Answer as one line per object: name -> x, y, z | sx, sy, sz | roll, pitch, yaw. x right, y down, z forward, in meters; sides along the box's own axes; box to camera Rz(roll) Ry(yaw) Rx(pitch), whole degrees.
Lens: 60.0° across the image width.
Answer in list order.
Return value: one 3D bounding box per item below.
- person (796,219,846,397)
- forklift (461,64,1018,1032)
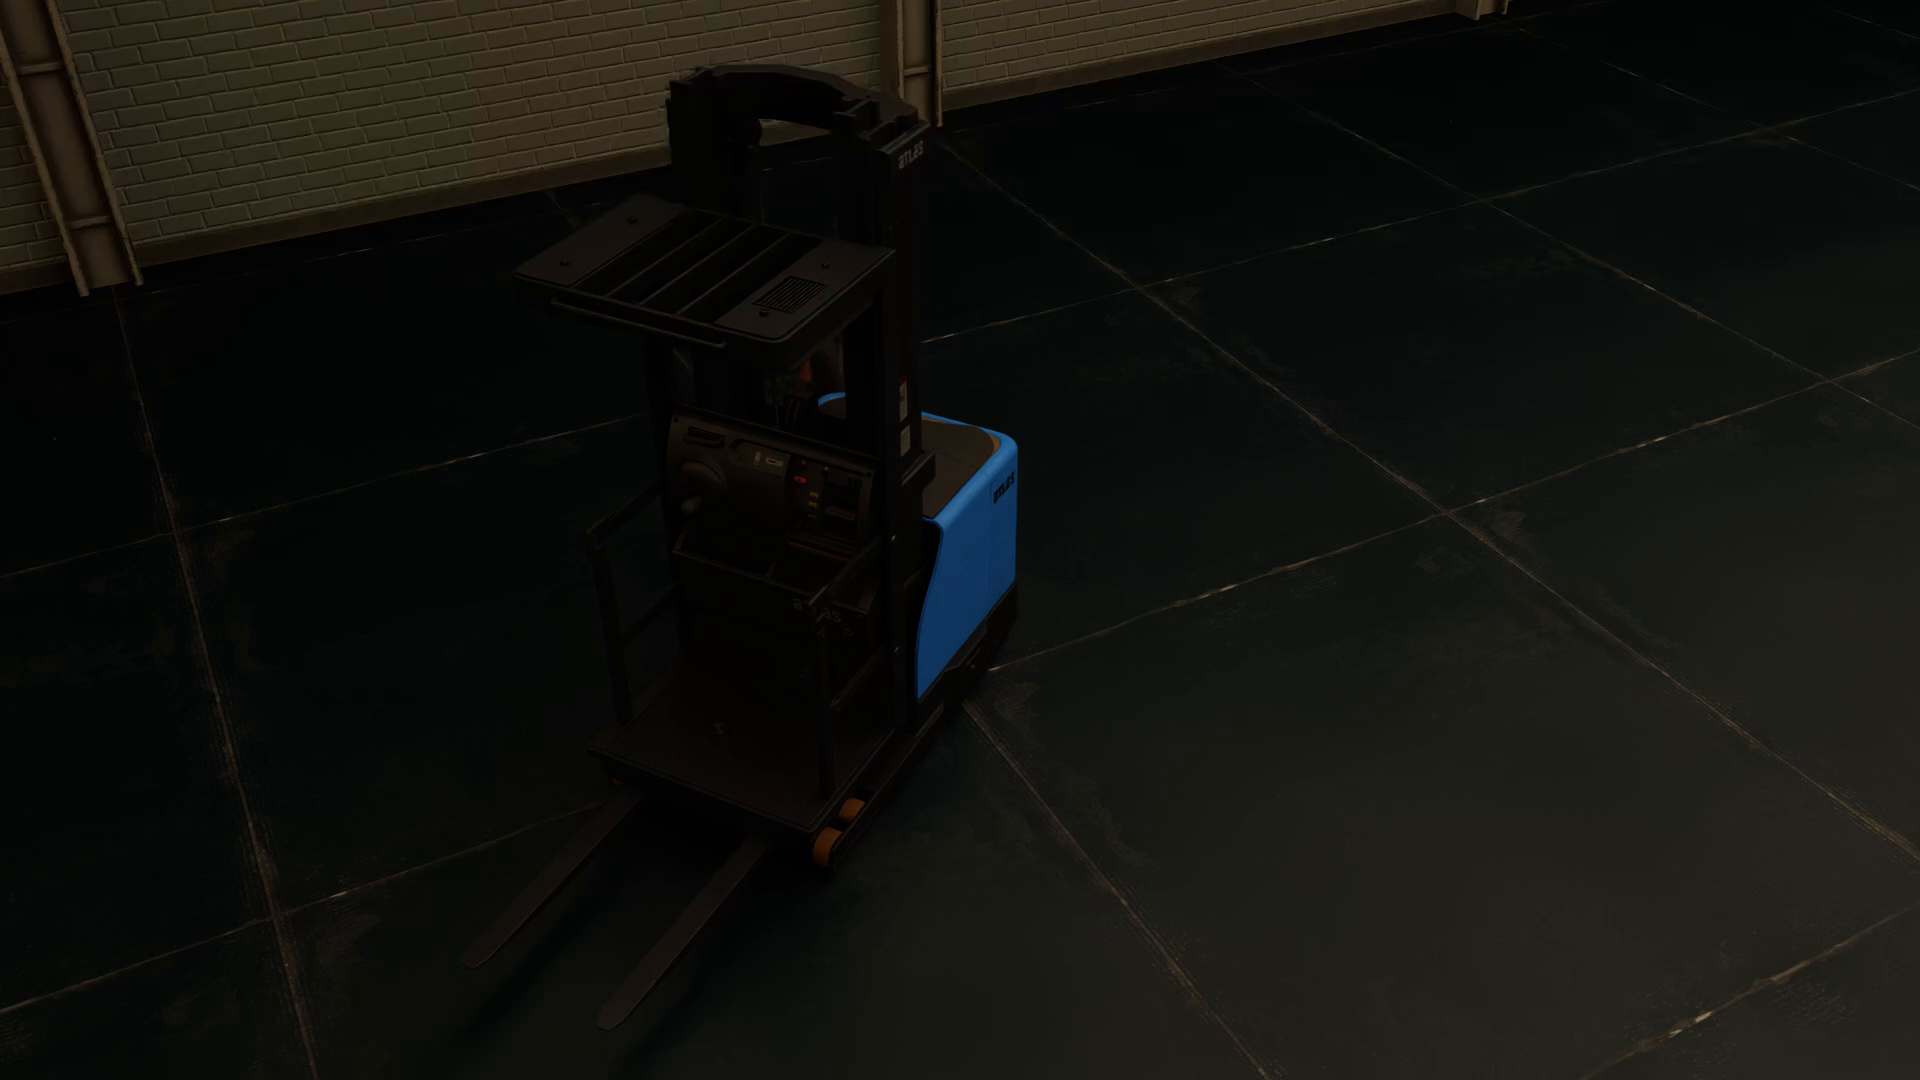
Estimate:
person -> -0.630, -1.012, 8.738 | 0.408, 1.634, 0.812 | 14, 37, 18
forklift -> -0.843, -0.155, 6.343 | 1.130, 2.935, 3.031 | 16, 38, 22
